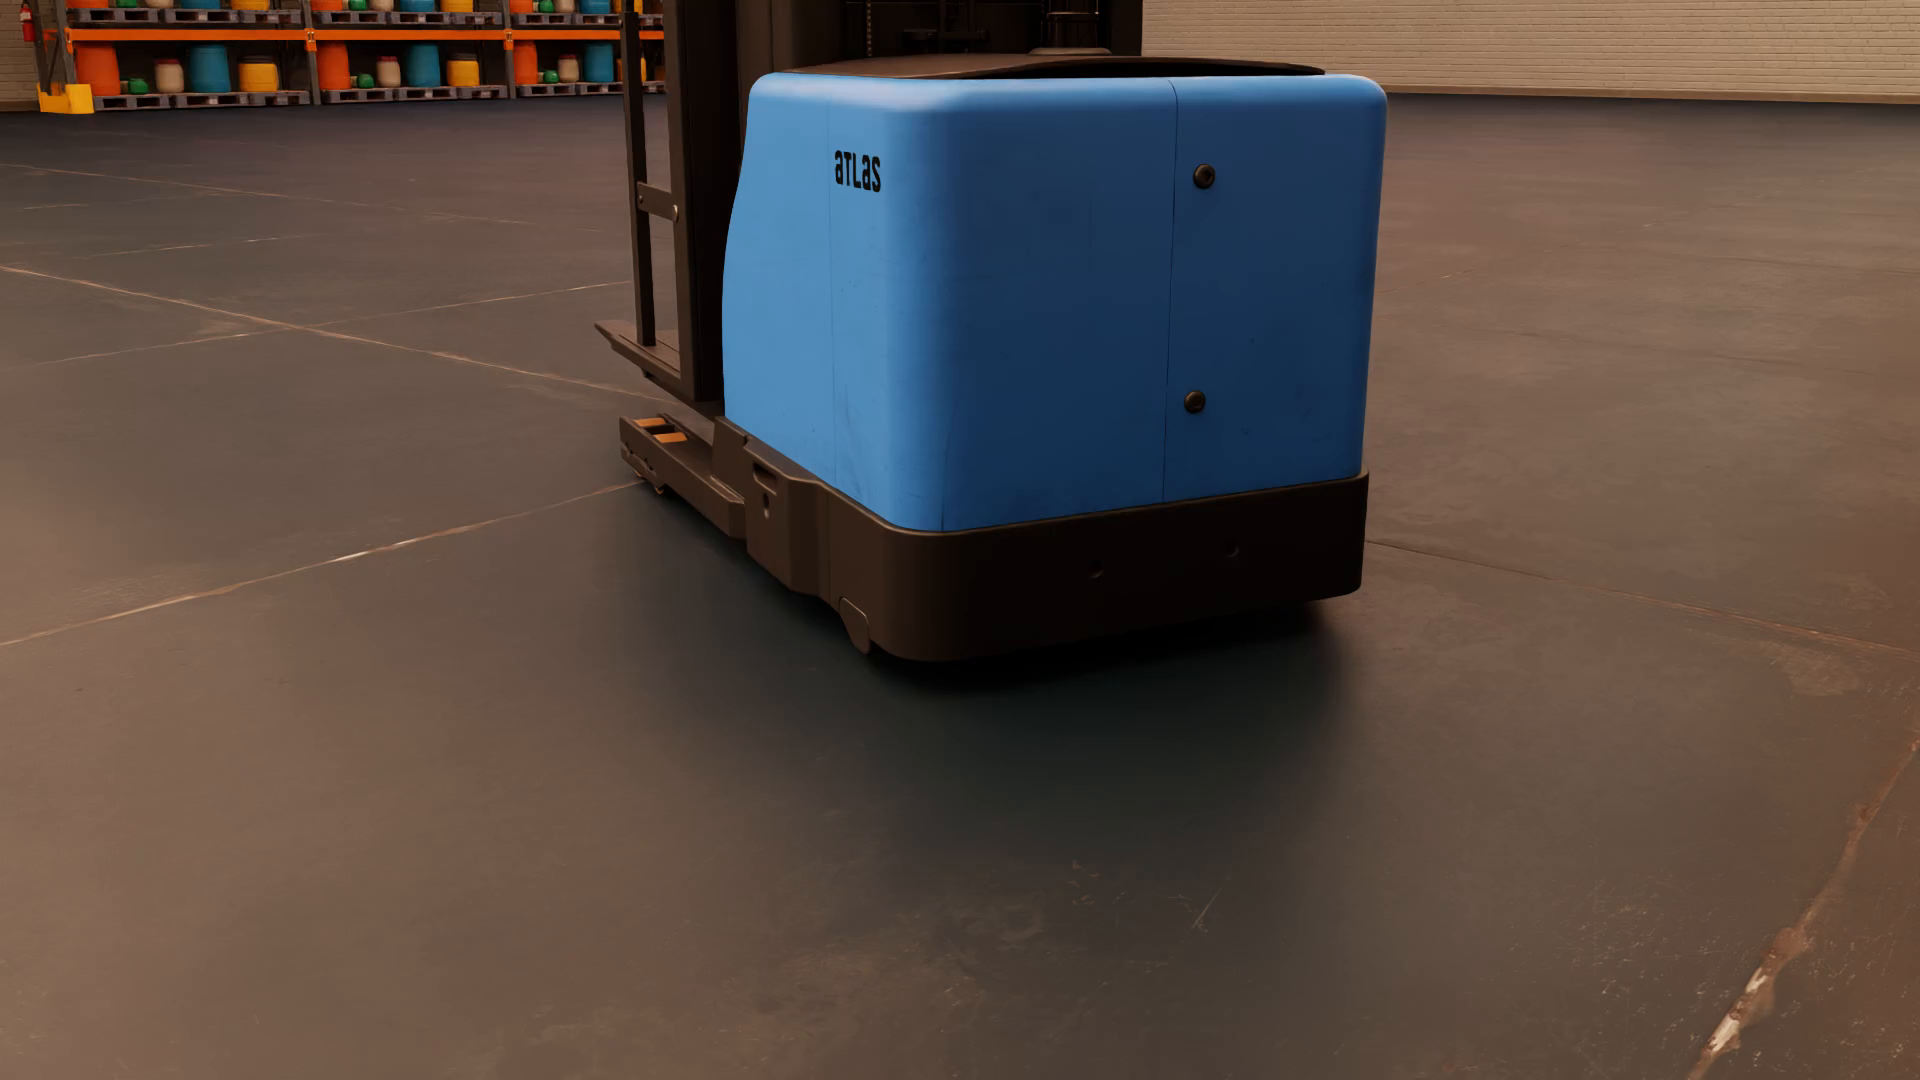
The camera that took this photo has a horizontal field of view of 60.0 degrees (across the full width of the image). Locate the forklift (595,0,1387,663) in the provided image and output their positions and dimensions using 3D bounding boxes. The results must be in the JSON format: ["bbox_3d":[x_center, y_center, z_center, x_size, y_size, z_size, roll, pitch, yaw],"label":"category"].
[{"bbox_3d":[-0.268,-1.566,4.055,1.130,2.935,3.031,-8,19,-24],"label":"forklift"}]
